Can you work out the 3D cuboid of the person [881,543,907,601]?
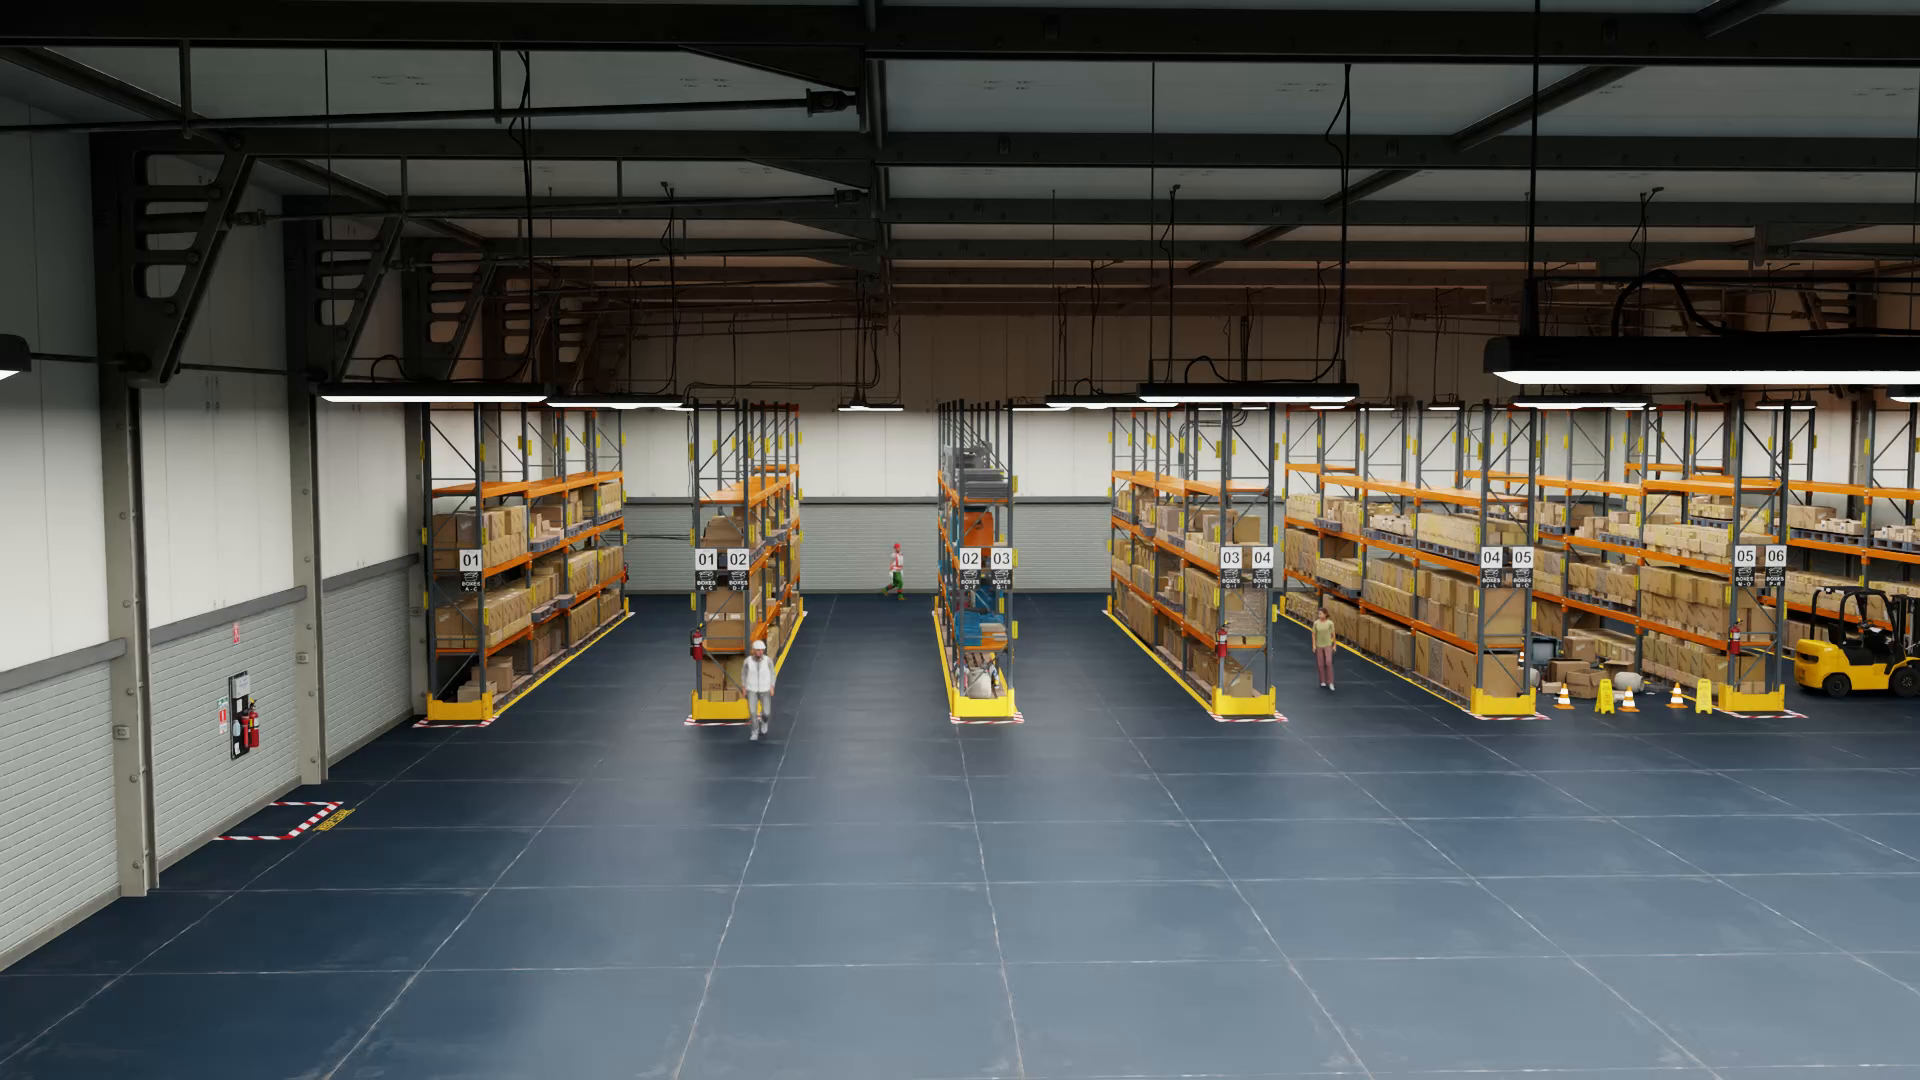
[{"bbox_3d":[-2.007,0.970,51.029,0.933,1.757,0.519,2,5,20],"label":"person"}]

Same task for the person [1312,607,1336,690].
[{"bbox_3d":[7.602,2.253,34.720,0.559,1.673,0.650,2,5,24],"label":"person"}]

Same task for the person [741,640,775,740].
[{"bbox_3d":[-3.567,2.627,29.371,0.601,1.757,0.622,-1,4,-10],"label":"person"}]
